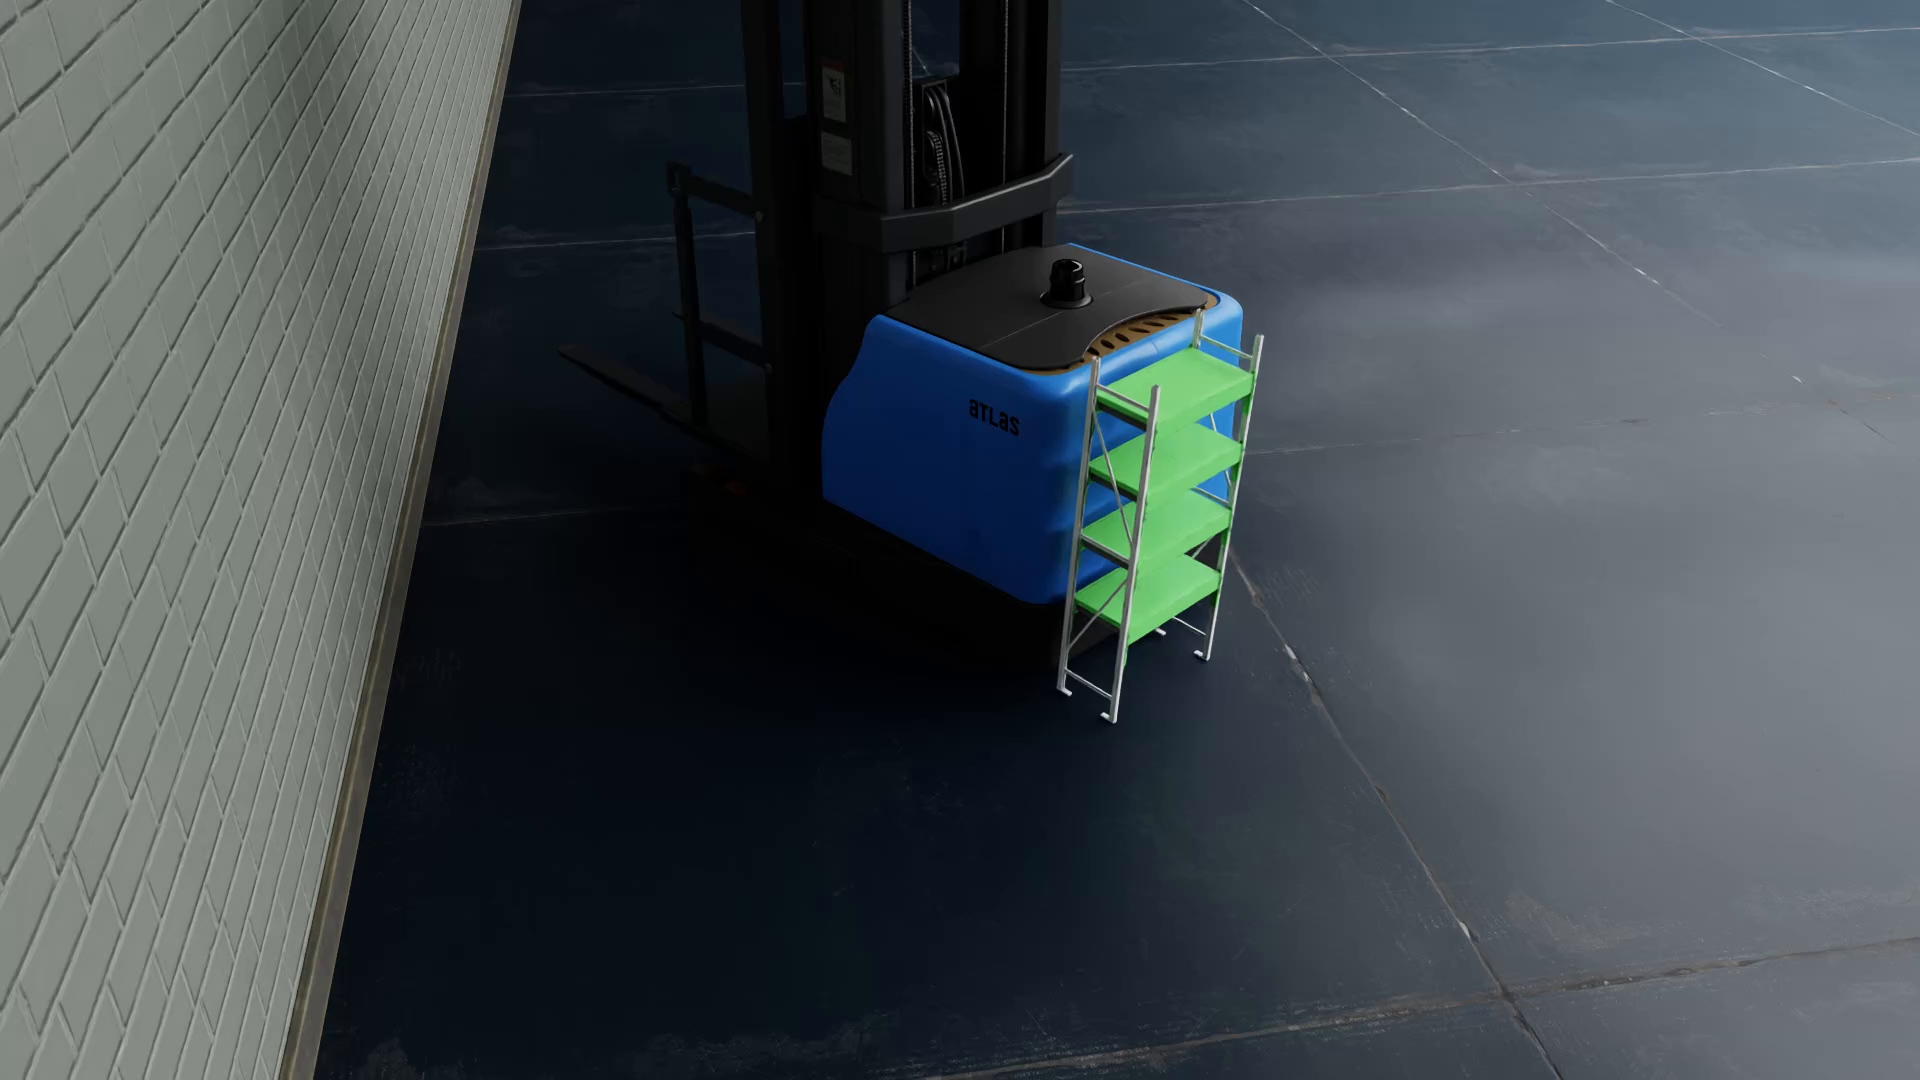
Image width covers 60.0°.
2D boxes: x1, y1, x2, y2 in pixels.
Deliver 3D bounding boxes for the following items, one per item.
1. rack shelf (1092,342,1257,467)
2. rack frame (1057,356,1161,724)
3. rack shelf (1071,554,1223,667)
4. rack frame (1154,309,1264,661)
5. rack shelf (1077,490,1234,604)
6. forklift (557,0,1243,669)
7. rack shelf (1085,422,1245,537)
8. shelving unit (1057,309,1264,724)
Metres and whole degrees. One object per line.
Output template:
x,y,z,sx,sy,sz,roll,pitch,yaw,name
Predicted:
0.627,-0.408,4.923,0.258,0.148,0.480,30,42,34,rack shelf
0.435,0.028,5.001,0.240,1.200,0.015,30,42,34,rack frame
0.590,0.193,5.319,0.258,0.148,0.480,30,42,34,rack shelf
0.775,-0.149,5.303,0.240,1.200,0.015,30,42,34,rack frame
0.602,-0.007,5.187,0.258,0.148,0.480,30,42,34,rack shelf
-0.447,-1.488,5.889,3.031,2.935,1.130,27,40,37,forklift
0.614,-0.207,5.055,0.258,0.148,0.480,30,42,34,rack shelf
0.605,-0.061,5.152,0.258,1.200,0.503,30,42,34,shelving unit
